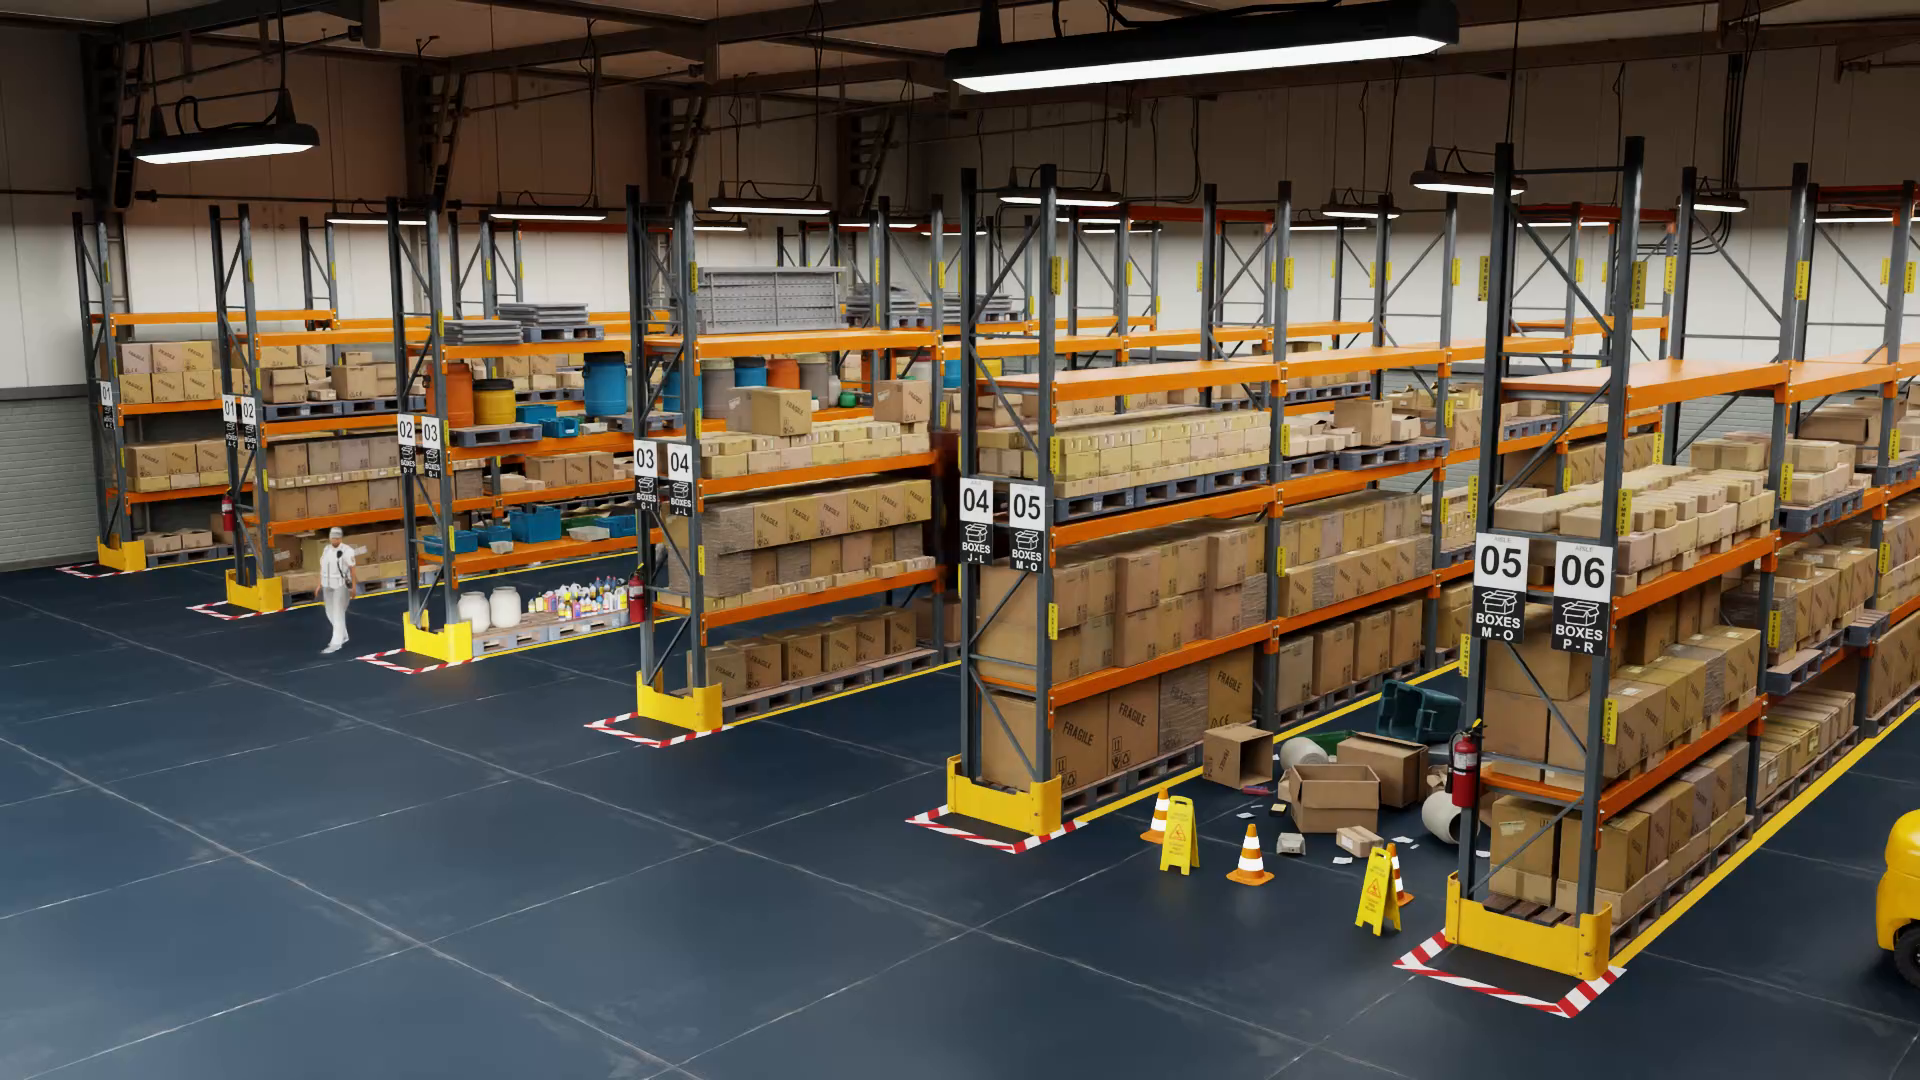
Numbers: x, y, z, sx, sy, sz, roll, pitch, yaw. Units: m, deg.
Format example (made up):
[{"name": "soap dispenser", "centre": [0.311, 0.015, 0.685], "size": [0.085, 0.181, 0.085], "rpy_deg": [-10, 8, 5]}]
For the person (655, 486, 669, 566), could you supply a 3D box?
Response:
[{"name": "person", "centre": [-4.991, -0.419, 28.457], "size": [0.656, 1.701, 1.068], "rpy_deg": [6, 11, 32]}]

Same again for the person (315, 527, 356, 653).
[{"name": "person", "centre": [-8.403, 0.651, 22.389], "size": [0.499, 1.666, 0.586], "rpy_deg": [3, 10, 17]}]
